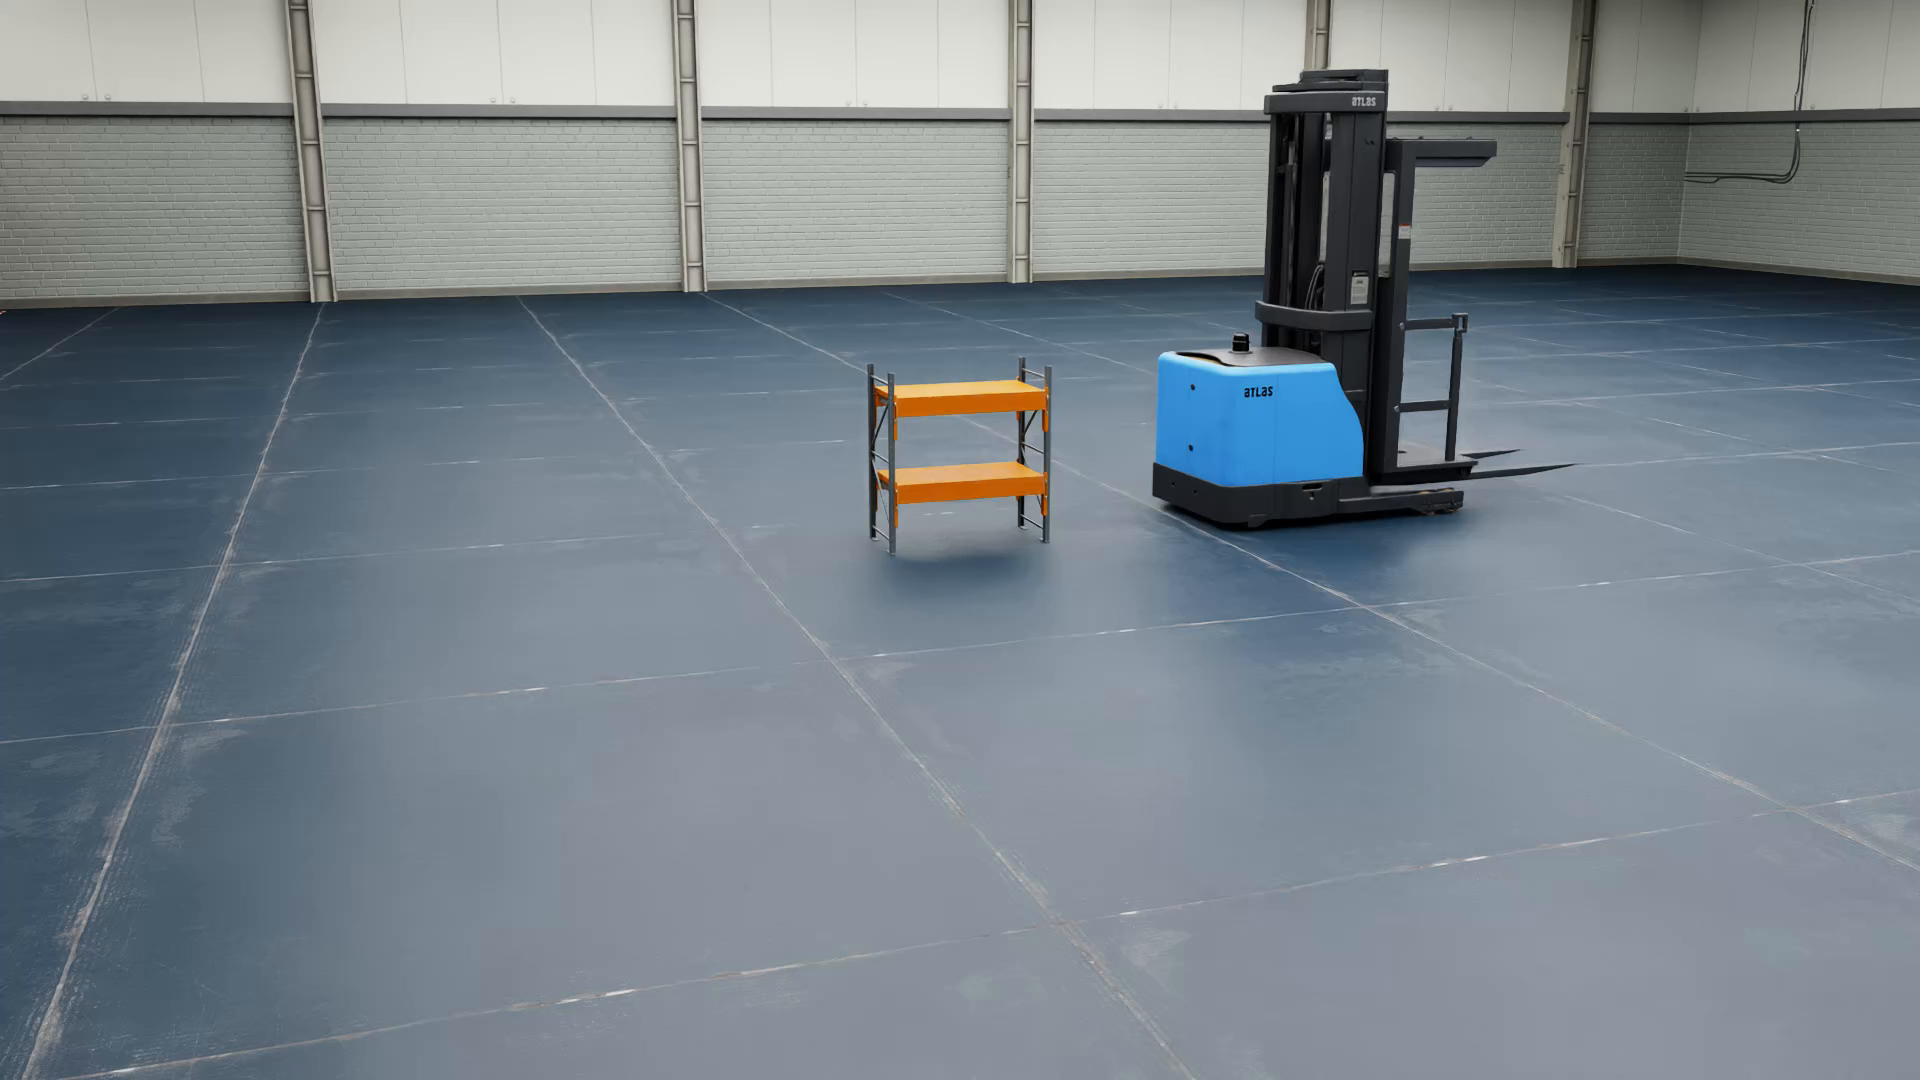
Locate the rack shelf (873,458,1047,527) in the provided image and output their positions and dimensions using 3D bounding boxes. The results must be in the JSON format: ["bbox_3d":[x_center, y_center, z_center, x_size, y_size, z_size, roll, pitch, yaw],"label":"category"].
[{"bbox_3d":[-0.006,-0.309,10.567,1.000,0.278,0.538,-4,14,-18],"label":"rack shelf"}]

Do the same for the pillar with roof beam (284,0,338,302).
[{"bbox_3d":[-8.905,-7.298,21.877,0.400,9.000,9.100,-4,14,-18],"label":"pillar with roof beam"}]

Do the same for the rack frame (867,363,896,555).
[{"bbox_3d":[-0.488,-0.509,10.353,0.032,1.125,0.500,-4,14,-18],"label":"rack frame"}]

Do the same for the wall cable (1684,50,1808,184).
[{"bbox_3d":[15.683,-8.430,33.348,0.112,2.526,3.097,-4,14,-18],"label":"wall cable"}]

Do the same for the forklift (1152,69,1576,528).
[{"bbox_3d":[2.916,-1.700,11.455,3.031,2.935,1.130,-5,14,-21],"label":"forklift"}]

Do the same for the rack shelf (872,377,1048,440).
[{"bbox_3d":[-0.006,-0.831,10.443,1.000,0.278,0.538,-4,14,-18],"label":"rack shelf"}]

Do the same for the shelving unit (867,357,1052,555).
[{"bbox_3d":[-0.006,-0.547,10.511,1.048,1.125,0.538,-4,14,-18],"label":"shelving unit"}]

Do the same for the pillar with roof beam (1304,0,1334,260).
[{"bbox_3d":[8.155,-8.626,27.462,0.400,9.000,9.100,-4,14,-18],"label":"pillar with roof beam"}]

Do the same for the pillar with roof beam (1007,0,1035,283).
[{"bbox_3d":[2.469,-8.183,25.601,0.400,9.000,9.100,-4,14,-18],"label":"pillar with roof beam"}]

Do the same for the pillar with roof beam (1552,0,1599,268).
[{"bbox_3d":[13.842,-9.069,29.324,0.400,9.000,9.100,-4,14,-18],"label":"pillar with roof beam"}]

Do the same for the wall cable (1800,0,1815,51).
[{"bbox_3d":[16.546,-10.294,30.269,0.112,2.526,3.097,-4,14,-18],"label":"wall cable"}]

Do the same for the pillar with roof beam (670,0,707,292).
[{"bbox_3d":[-3.218,-7.741,23.739,0.400,9.000,9.100,-4,14,-18],"label":"pillar with roof beam"}]

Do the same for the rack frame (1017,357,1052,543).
[{"bbox_3d":[0.475,-0.584,10.668,0.032,1.125,0.500,-4,14,-18],"label":"rack frame"}]
